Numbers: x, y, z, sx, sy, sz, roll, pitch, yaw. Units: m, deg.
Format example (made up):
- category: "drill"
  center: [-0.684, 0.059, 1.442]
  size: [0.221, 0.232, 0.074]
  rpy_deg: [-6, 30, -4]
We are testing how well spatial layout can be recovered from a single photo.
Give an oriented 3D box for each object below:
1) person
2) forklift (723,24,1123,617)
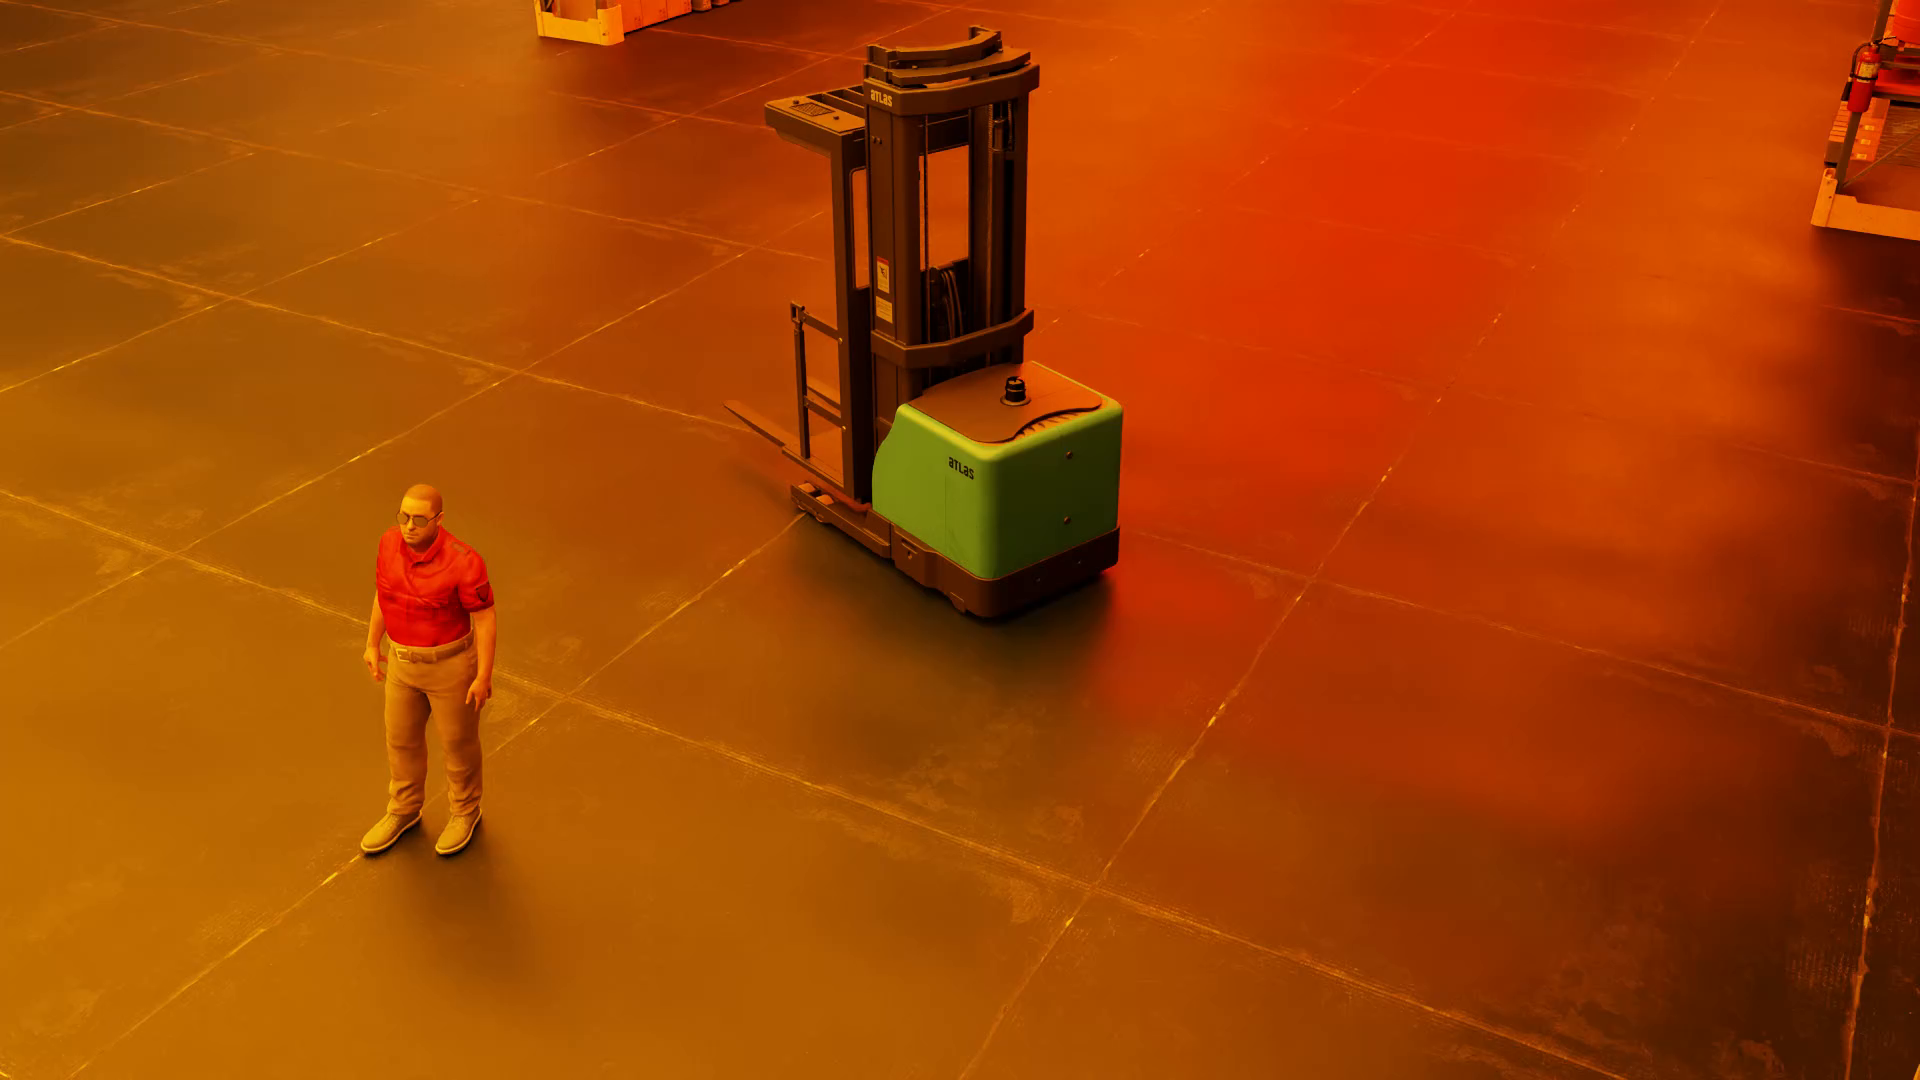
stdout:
- category: "person"
  center: [-2.346, 0.593, 7.231]
  size: [0.642, 1.729, 0.550]
  rpy_deg: [10, 32, 17]
- category: "forklift"
  center: [-0.392, -1.515, 9.696]
  size: [1.130, 2.935, 3.031]
  rpy_deg: [-22, 36, -33]
